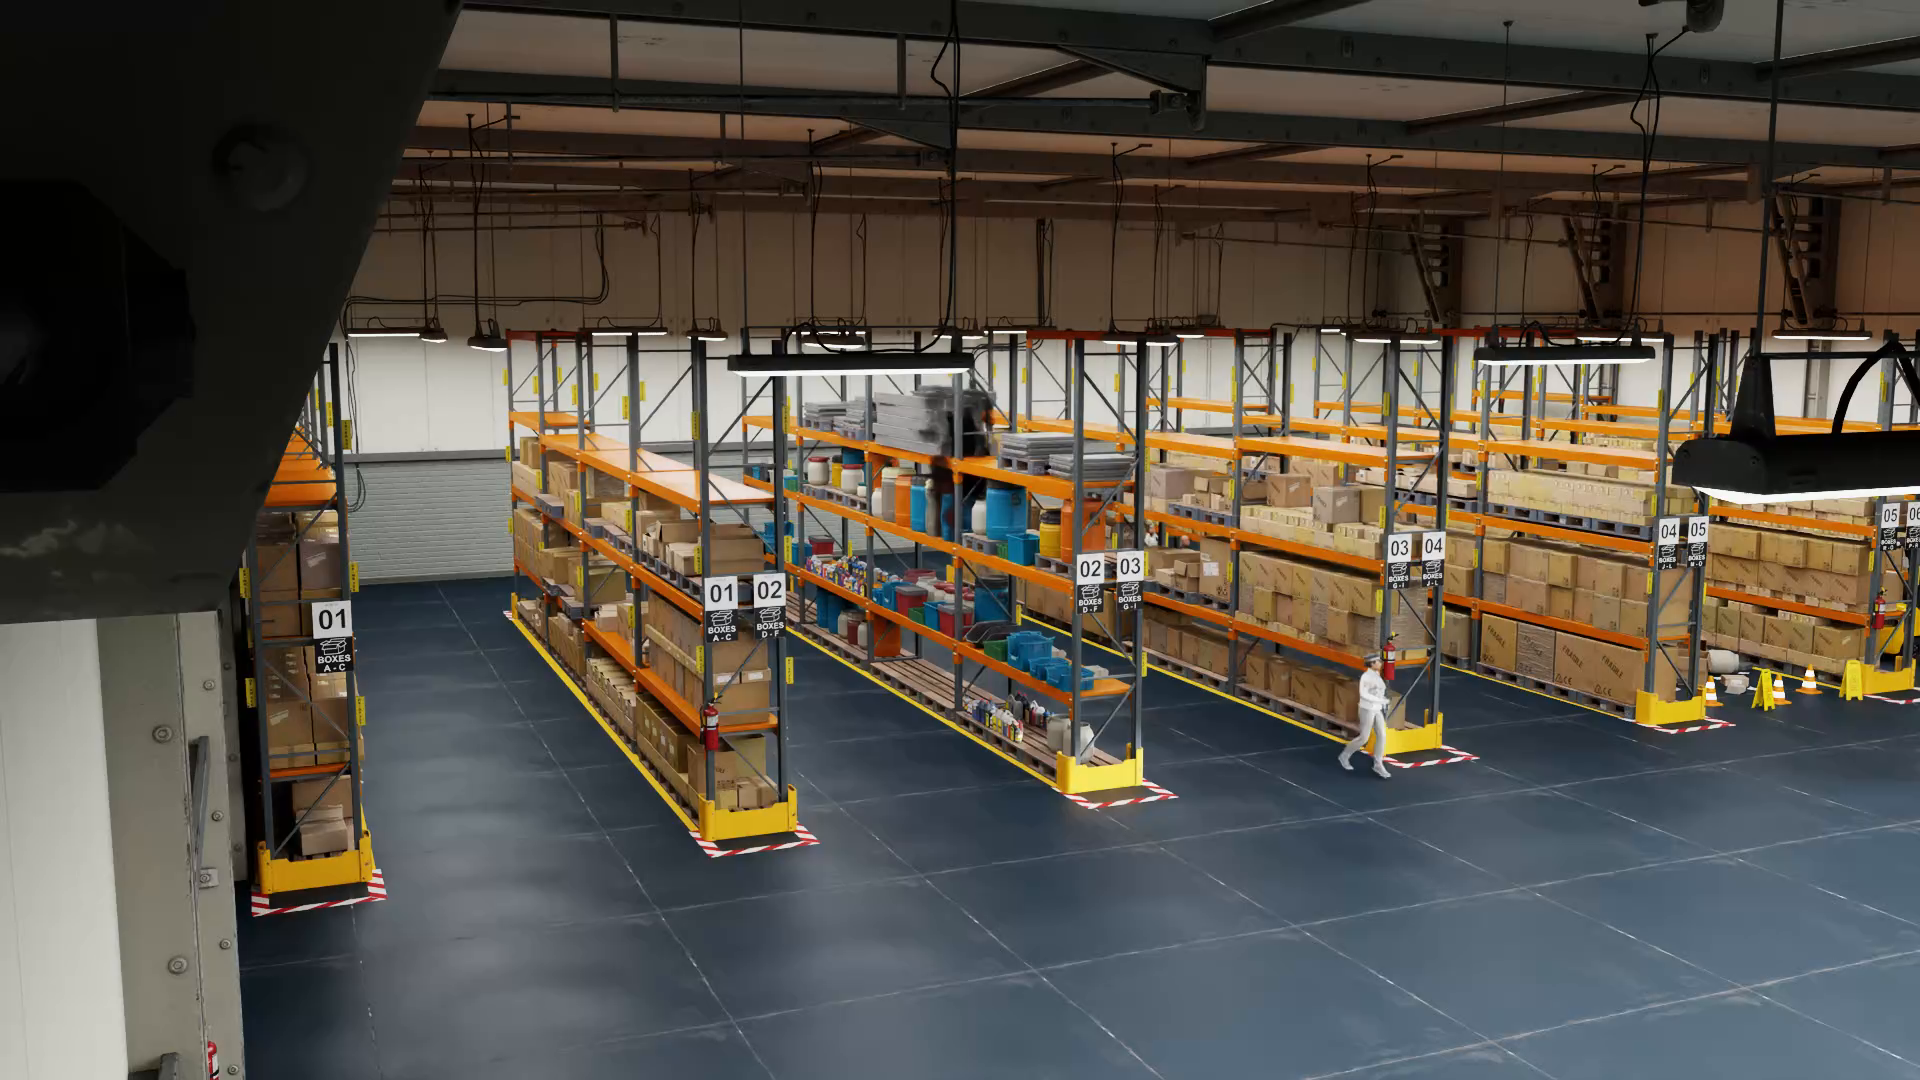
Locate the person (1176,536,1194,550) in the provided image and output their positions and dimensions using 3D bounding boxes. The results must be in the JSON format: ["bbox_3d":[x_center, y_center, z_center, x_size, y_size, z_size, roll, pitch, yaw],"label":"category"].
[{"bbox_3d":[4.745,0.749,34.900,0.644,1.680,0.591,-5,9,-32],"label":"person"}]

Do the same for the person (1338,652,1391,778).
[{"bbox_3d":[5.704,2.379,23.035,0.768,1.692,0.673,6,10,36],"label":"person"}]

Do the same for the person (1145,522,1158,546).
[{"bbox_3d":[4.269,0.418,37.480,0.643,1.668,0.518,-2,8,-18],"label":"person"}]
